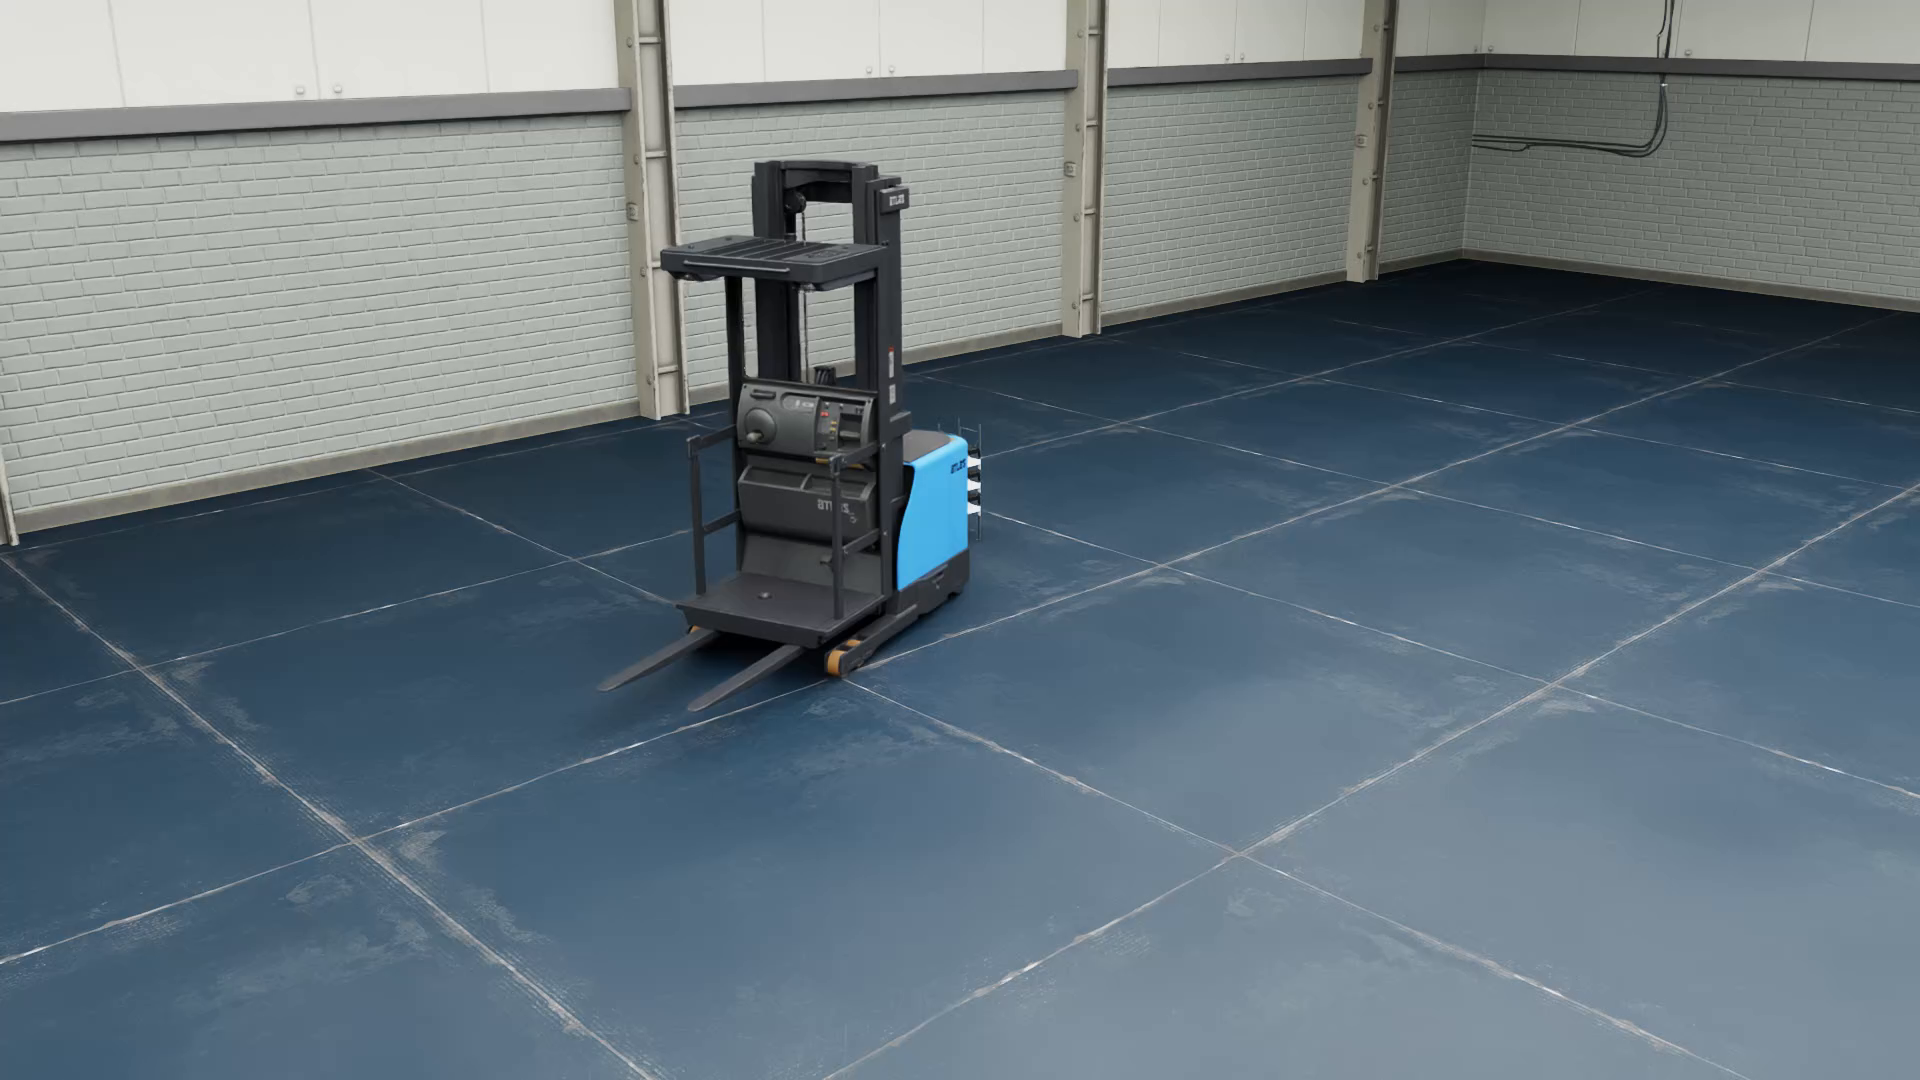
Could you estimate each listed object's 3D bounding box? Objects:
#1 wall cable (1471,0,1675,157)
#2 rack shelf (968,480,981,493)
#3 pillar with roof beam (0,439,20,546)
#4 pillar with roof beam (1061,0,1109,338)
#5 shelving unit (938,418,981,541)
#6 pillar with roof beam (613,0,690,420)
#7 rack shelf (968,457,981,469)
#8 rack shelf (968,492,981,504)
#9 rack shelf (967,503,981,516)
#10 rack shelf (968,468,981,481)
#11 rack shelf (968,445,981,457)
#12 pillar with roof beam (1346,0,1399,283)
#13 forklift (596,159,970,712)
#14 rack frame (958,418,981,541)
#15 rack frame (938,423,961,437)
[{"bbox_3d":[8.873,-6.908,24.234,0.112,2.526,3.097,-16,24,-41],"label":"wall cable"},{"bbox_3d":[-0.006,-0.395,12.351,0.200,0.077,0.258,-16,24,-41],"label":"rack shelf"},{"bbox_3d":[-4.298,-3.278,8.004,0.400,9.000,9.100,-16,24,-41],"label":"pillar with roof beam"},{"bbox_3d":[4.422,-5.821,15.847,0.400,9.000,9.100,-16,24,-41],"label":"pillar with roof beam"},{"bbox_3d":[-0.006,-0.426,12.341,0.210,0.900,0.258,-16,24,-41],"label":"shelving unit"},{"bbox_3d":[0.062,-4.549,11.925,0.400,9.000,9.100,-16,24,-41],"label":"pillar with roof beam"},{"bbox_3d":[-0.006,-0.566,12.295,0.200,0.077,0.258,-16,24,-41],"label":"rack shelf"},{"bbox_3d":[-0.006,-0.309,12.379,0.200,0.077,0.258,-16,24,-41],"label":"rack shelf"},{"bbox_3d":[-0.006,-0.223,12.406,0.200,0.077,0.258,-16,24,-41],"label":"rack shelf"},{"bbox_3d":[-0.006,-0.480,12.323,0.200,0.077,0.258,-16,24,-41],"label":"rack shelf"},{"bbox_3d":[-0.006,-0.651,12.268,0.200,0.077,0.258,-16,24,-41],"label":"rack shelf"},{"bbox_3d":[8.781,-7.092,19.768,0.400,9.000,9.100,-16,24,-41],"label":"pillar with roof beam"},{"bbox_3d":[-1.043,-0.726,9.971,1.130,2.935,3.031,9,20,25],"label":"forklift"},{"bbox_3d":[0.068,-0.448,12.407,0.006,0.900,0.240,-16,24,-41],"label":"rack frame"},{"bbox_3d":[-0.080,-0.405,12.274,0.006,0.900,0.240,-16,24,-41],"label":"rack frame"}]
